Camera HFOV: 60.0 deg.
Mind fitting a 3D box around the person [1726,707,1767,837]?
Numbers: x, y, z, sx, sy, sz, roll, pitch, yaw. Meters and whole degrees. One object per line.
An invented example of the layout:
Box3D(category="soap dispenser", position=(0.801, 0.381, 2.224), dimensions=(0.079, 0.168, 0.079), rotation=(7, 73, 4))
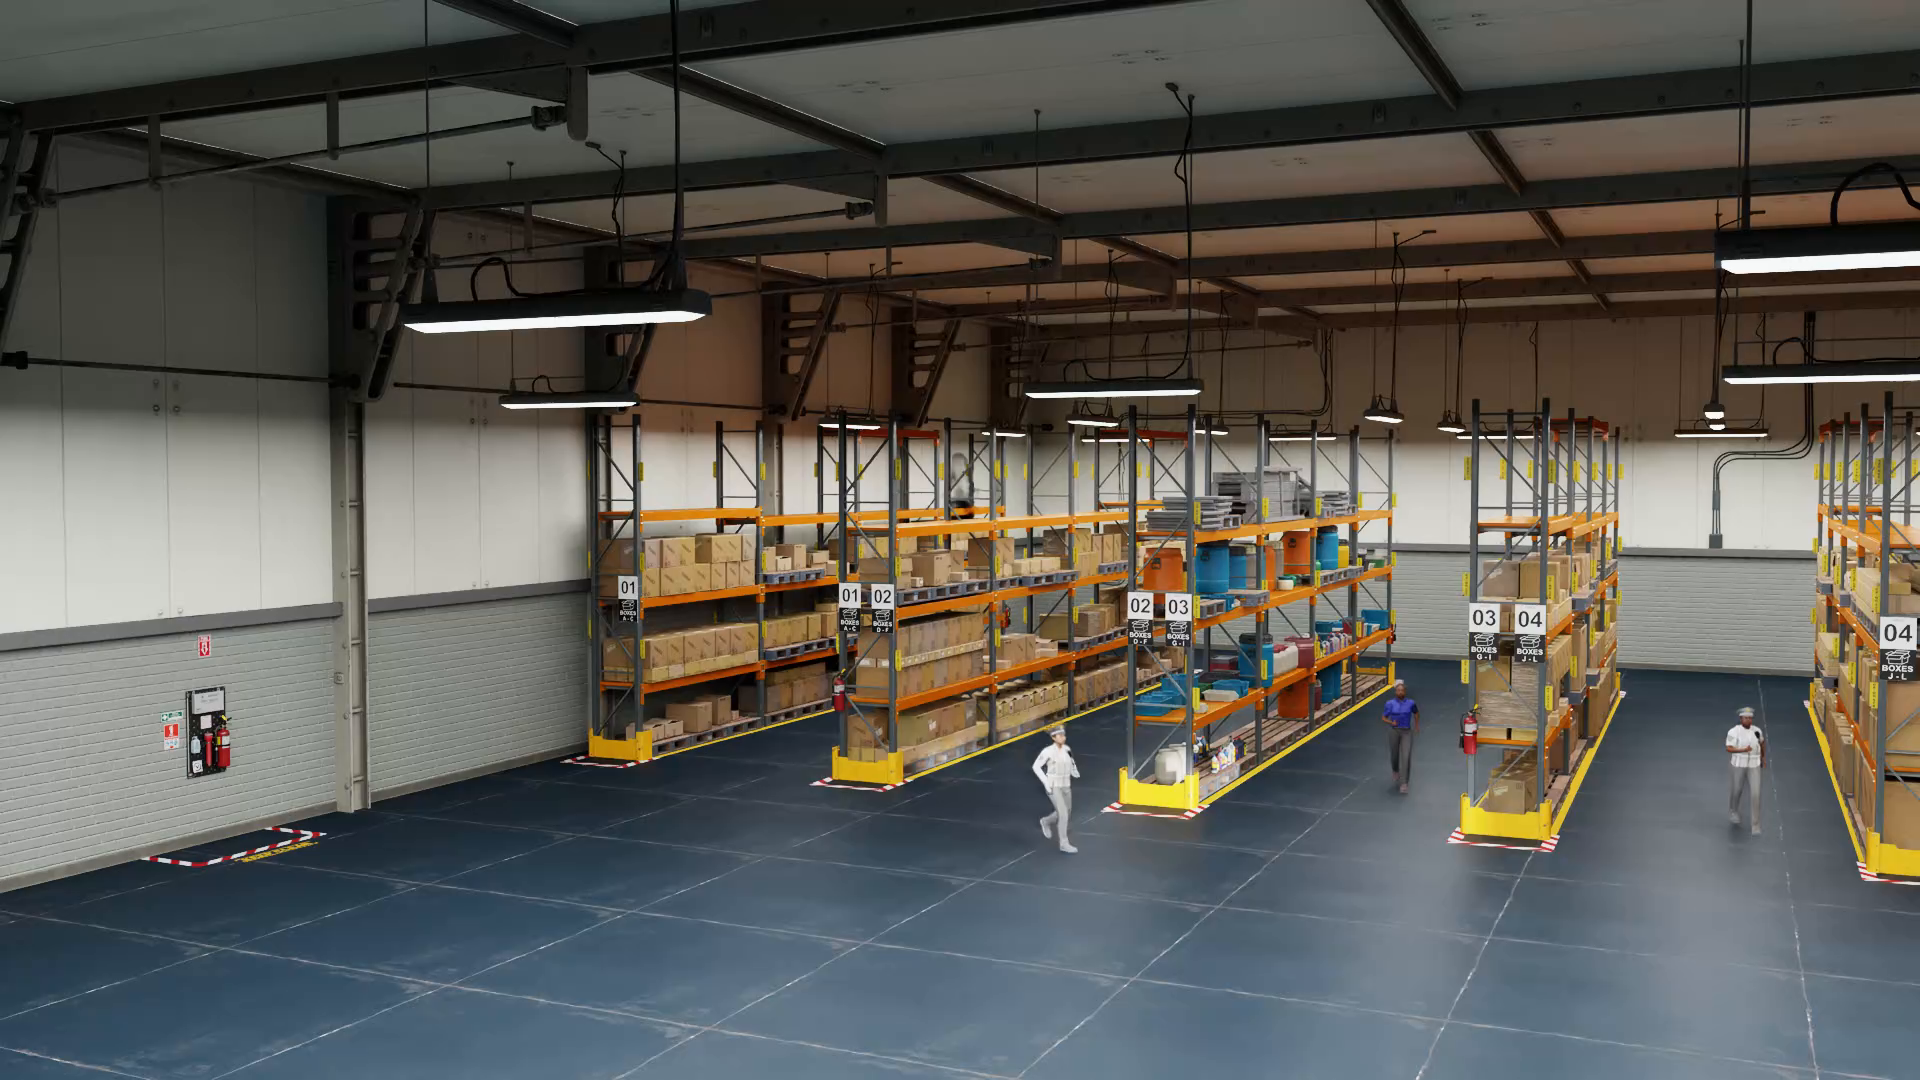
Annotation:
Box3D(category="person", position=(10.966, 3.186, 23.193), dimensions=(0.559, 1.730, 0.838), rotation=(1, 2, 13))

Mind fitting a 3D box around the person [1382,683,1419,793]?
Box3D(category="person", position=(6.939, 3.085, 26.167), dimensions=(0.577, 1.641, 0.941), rotation=(1, 2, 12))

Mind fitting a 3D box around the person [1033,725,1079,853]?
Box3D(category="person", position=(1.281, 3.257, 21.978), dimensions=(0.616, 1.664, 0.702), rotation=(-2, 3, -37))
